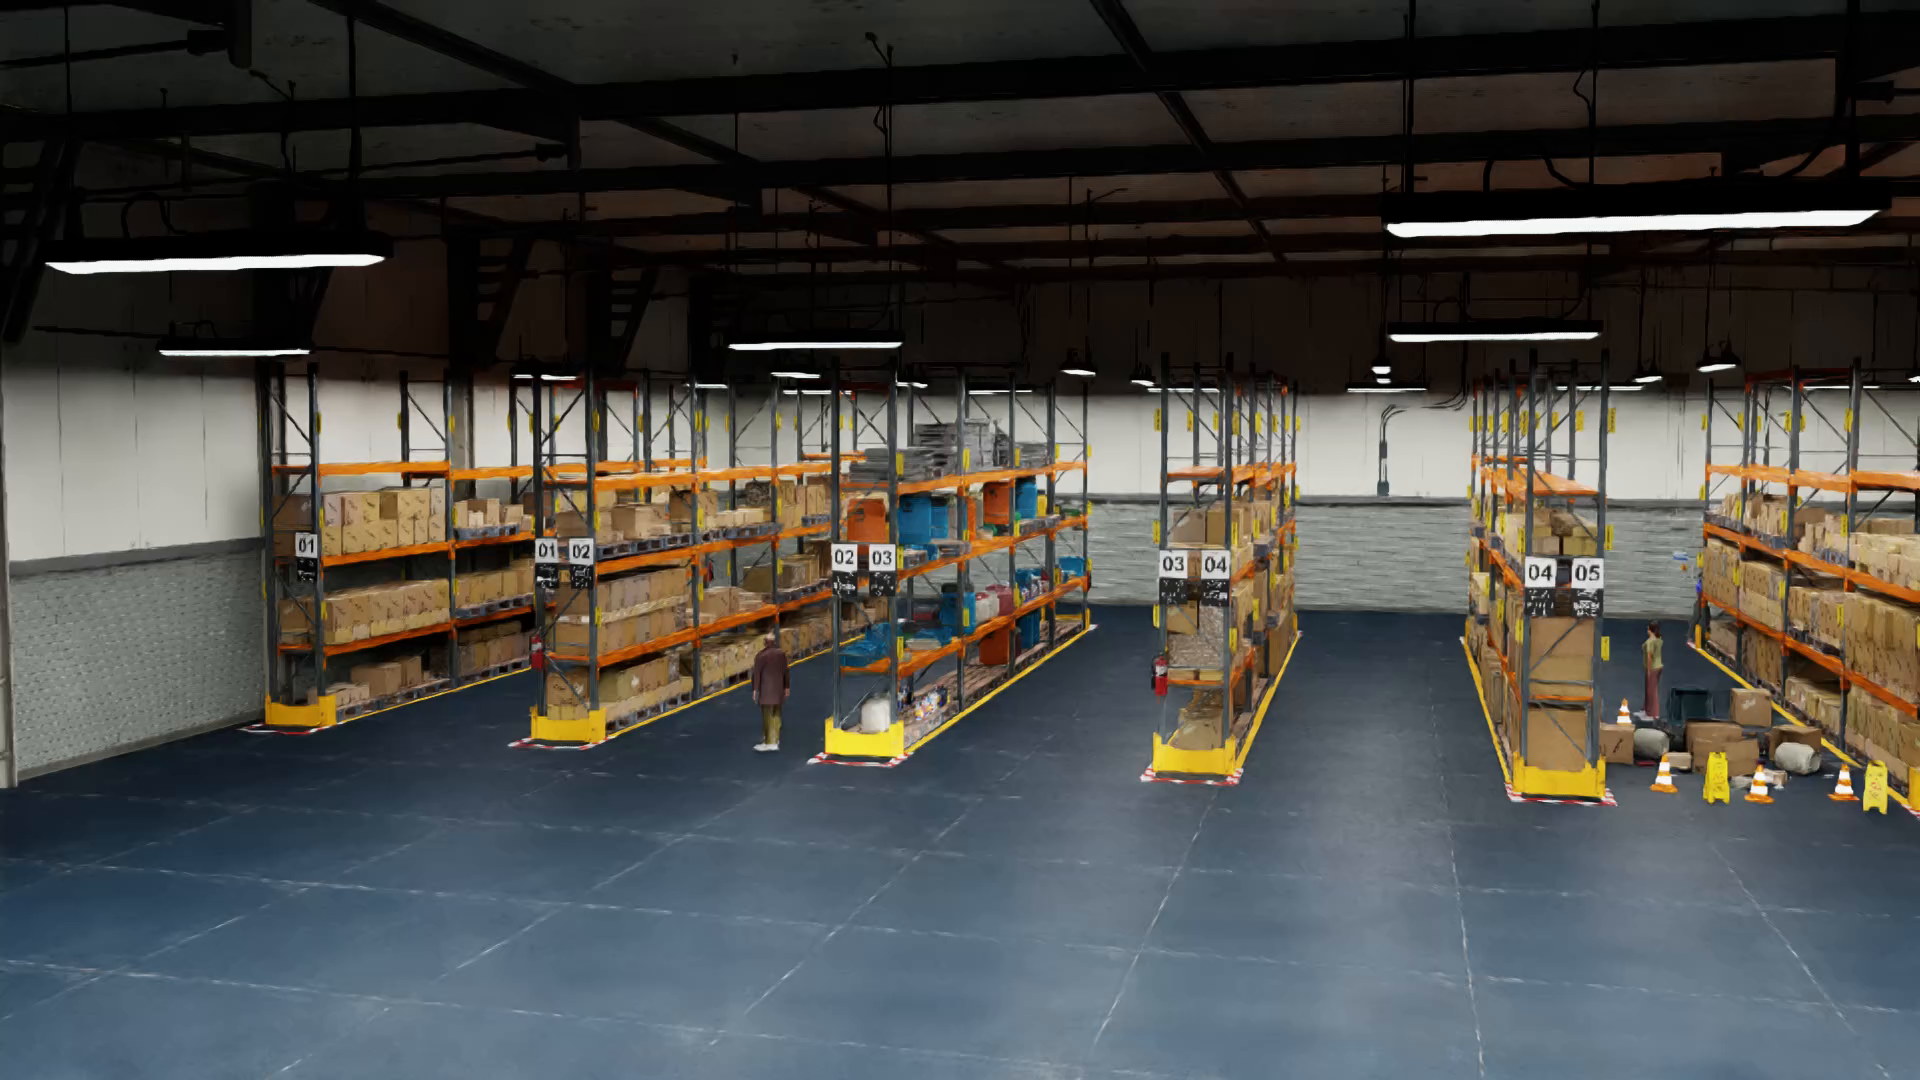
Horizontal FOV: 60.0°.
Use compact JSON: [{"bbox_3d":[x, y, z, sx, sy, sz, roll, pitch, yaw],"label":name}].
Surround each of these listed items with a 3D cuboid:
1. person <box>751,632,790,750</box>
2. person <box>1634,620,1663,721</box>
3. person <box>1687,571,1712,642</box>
[{"bbox_3d":[-2.930,2.297,25.578,0.677,1.775,0.636,-4,6,-43],"label":"person"},{"bbox_3d":[11.607,2.183,28.012,0.477,1.675,0.493,4,6,44],"label":"person"},{"bbox_3d":[16.990,1.495,38.005,0.700,1.650,0.553,-3,5,-40],"label":"person"}]
